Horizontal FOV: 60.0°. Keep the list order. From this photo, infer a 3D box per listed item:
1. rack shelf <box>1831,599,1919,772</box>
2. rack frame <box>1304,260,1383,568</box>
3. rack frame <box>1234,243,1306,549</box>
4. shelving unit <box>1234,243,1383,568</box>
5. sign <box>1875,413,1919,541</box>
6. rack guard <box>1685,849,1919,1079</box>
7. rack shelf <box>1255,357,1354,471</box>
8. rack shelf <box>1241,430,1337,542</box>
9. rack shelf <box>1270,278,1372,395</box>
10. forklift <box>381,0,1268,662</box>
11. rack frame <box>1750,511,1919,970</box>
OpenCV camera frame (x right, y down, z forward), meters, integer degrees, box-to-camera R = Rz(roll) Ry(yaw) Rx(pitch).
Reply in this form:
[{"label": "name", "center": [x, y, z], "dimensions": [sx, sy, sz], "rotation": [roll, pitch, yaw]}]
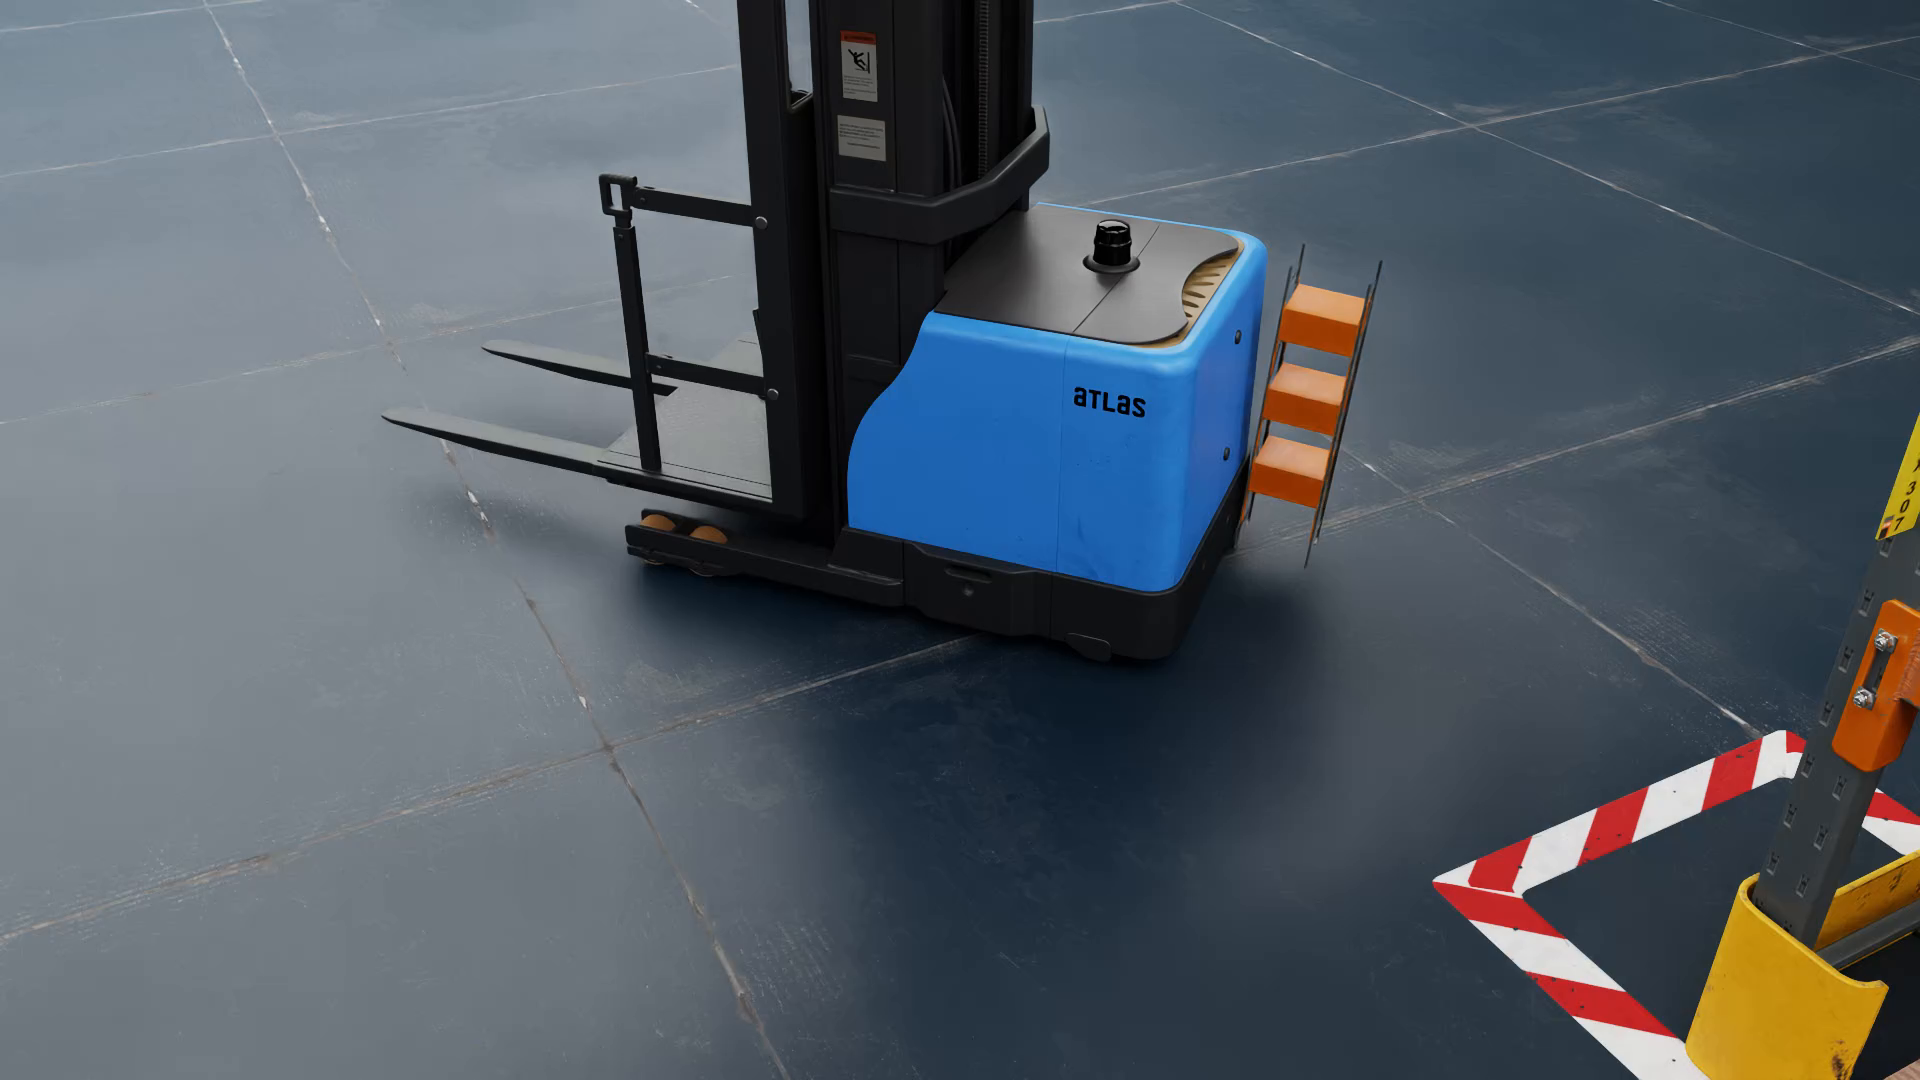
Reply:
[{"label": "rack shelf", "center": [3.125, 1.089, 1.936], "dimensions": [1.077, 0.370, 4.000], "rotation": [-16, 36, -23]}, {"label": "rack frame", "center": [1.237, -0.388, 5.384], "dimensions": [0.008, 1.050, 0.200], "rotation": [16, 36, 16]}, {"label": "rack frame", "center": [1.011, -0.454, 5.452], "dimensions": [0.008, 1.050, 0.200], "rotation": [16, 36, 16]}, {"label": "shelving unit", "center": [1.124, -0.421, 5.418], "dimensions": [0.252, 1.050, 0.215], "rotation": [16, 36, 16]}, {"label": "sign", "center": [1.704, -0.149, 2.945], "dimensions": [0.100, 0.325, 0.005], "rotation": [-16, 36, -23]}, {"label": "rack guard", "center": [2.270, 0.909, 3.868], "dimensions": [1.175, 0.500, 0.348], "rotation": [-16, 36, -23]}, {"label": "rack shelf", "center": [1.123, -0.412, 5.424], "dimensions": [0.240, 0.259, 0.215], "rotation": [16, 36, 16]}, {"label": "rack shelf", "center": [1.104, -0.183, 5.580], "dimensions": [0.240, 0.259, 0.215], "rotation": [16, 36, 16]}, {"label": "rack shelf", "center": [1.143, -0.646, 5.265], "dimensions": [0.240, 0.259, 0.215], "rotation": [16, 36, 16]}, {"label": "forklift", "center": [-0.579, -1.361, 5.157], "dimensions": [3.031, 2.935, 1.130], "rotation": [12, 35, 18]}, {"label": "rack frame", "center": [2.192, -0.168, 3.232], "dimensions": [1.000, 3.000, 0.127], "rotation": [-16, 36, -23]}]
